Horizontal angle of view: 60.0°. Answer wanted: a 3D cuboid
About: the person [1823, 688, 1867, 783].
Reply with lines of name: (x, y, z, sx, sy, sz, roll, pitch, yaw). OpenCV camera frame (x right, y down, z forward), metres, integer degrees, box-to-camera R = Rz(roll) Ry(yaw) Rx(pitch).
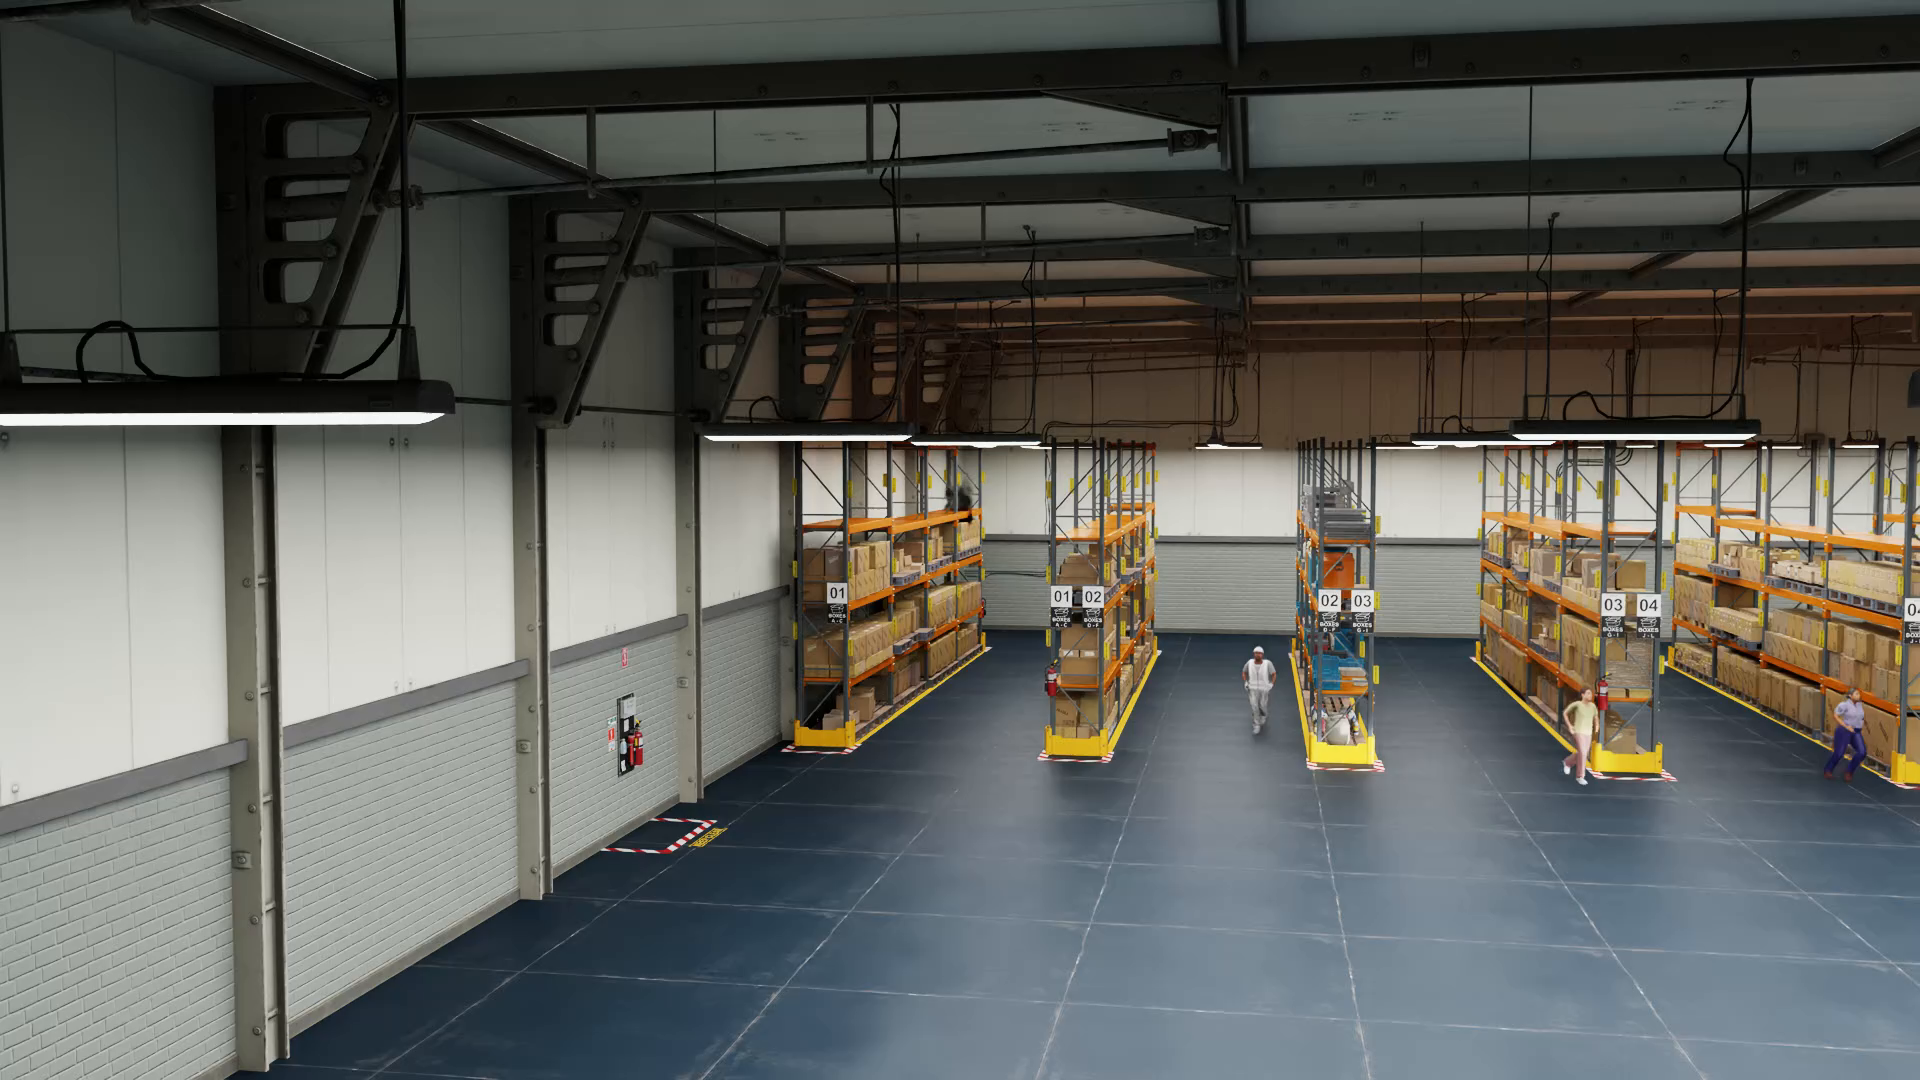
person: (15.506, 3.397, 28.950, 0.676, 1.643, 0.626, -1, 3, -10)

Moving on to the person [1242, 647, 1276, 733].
person: (6.126, 3.051, 34.087, 0.700, 1.753, 0.759, 1, 3, 14)

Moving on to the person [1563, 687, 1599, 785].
person: (10.838, 3.377, 28.983, 0.615, 1.652, 0.730, -1, 3, -14)
